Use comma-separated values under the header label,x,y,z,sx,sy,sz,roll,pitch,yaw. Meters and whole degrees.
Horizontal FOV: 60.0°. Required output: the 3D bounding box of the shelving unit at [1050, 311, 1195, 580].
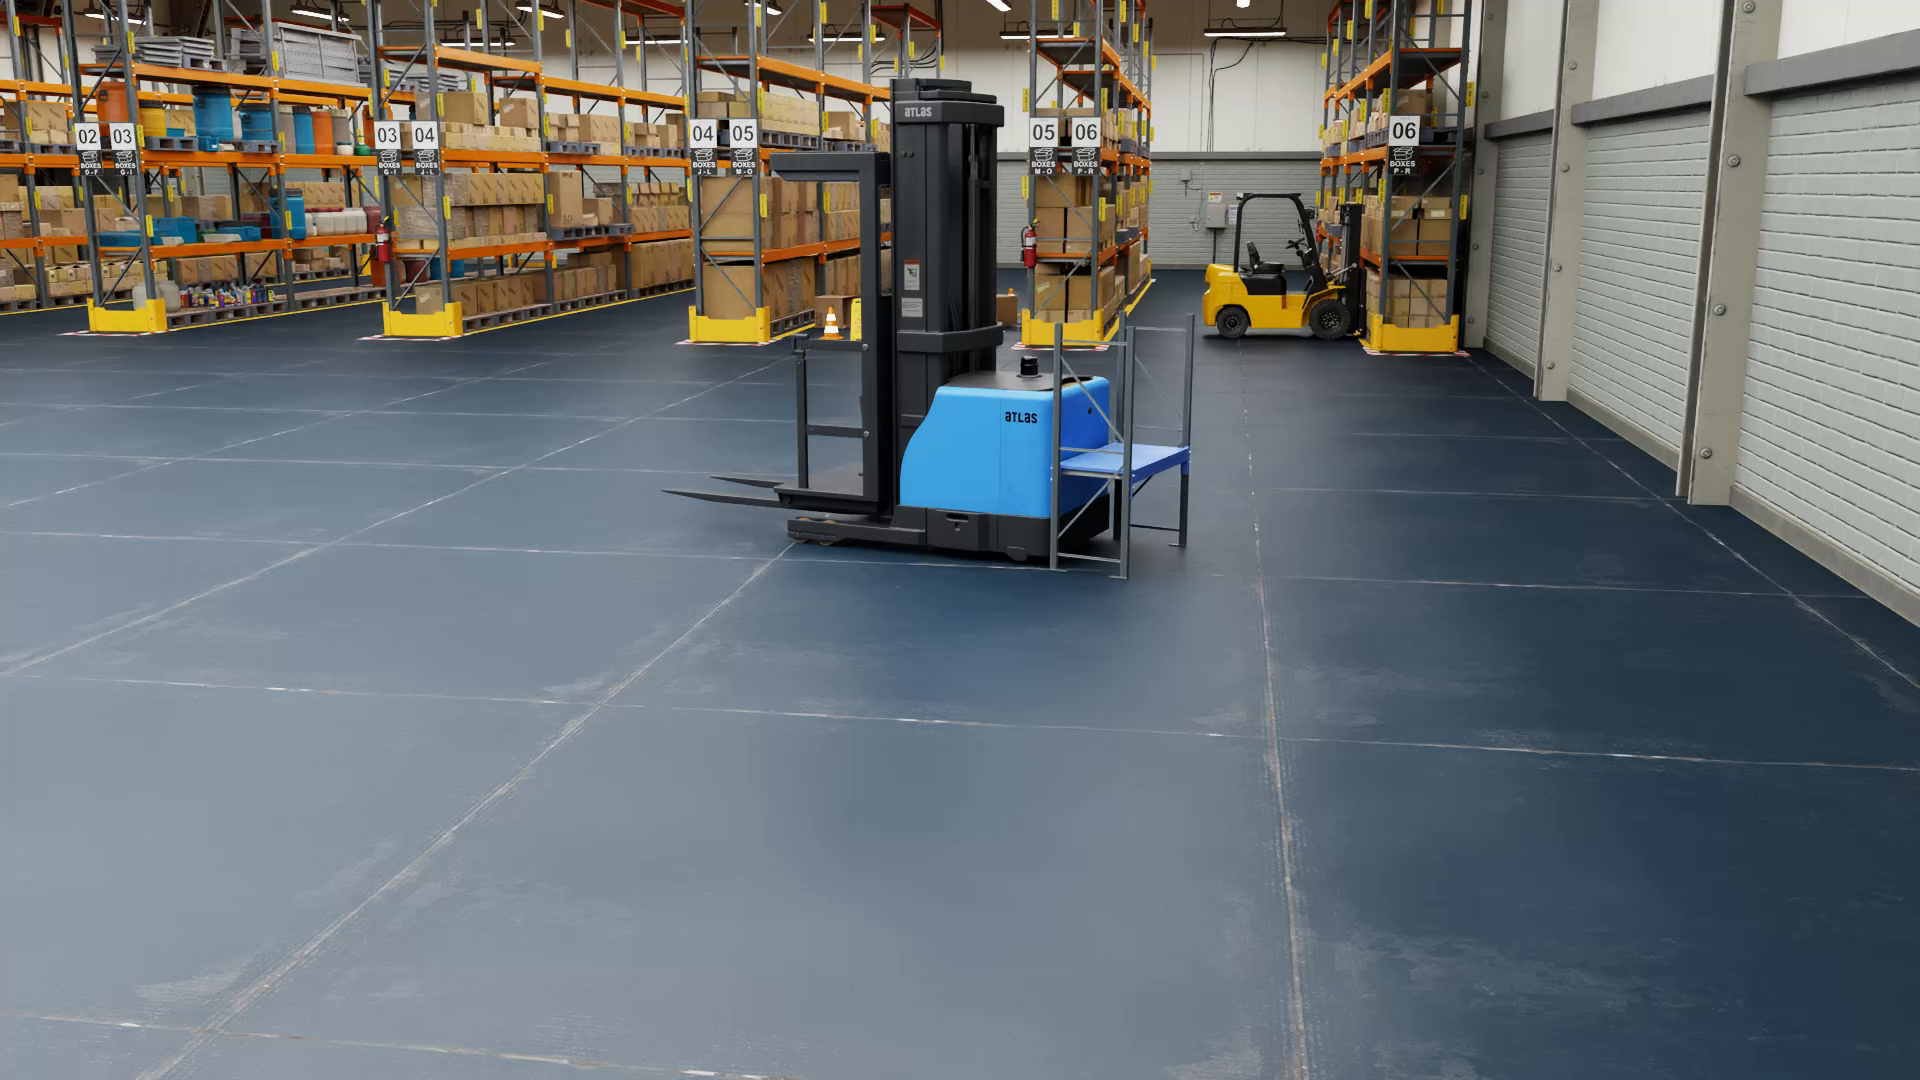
label,x,y,z,sx,sy,sz,roll,pitch,yaw
shelving unit,1.013,-0.620,10.300,0.538,1.500,1.048,7,14,26

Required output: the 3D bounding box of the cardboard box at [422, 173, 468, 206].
label,x,y,z,sx,sy,sz,roll,pitch,yaw
cardboard box,-7.956,-5.417,25.692,0.500,0.500,0.500,2,12,9

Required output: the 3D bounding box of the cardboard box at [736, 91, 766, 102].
label,x,y,z,sx,sy,sz,roll,pitch,yaw
cardboard box,-3.059,-6.493,24.352,0.380,0.149,0.250,2,12,9

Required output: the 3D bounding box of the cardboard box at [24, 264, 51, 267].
label,x,y,z,sx,sy,sz,roll,pitch,yaw
cardboard box,-17.630,-5.120,31.830,0.500,0.311,0.500,2,12,10

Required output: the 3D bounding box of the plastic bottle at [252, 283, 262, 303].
label,x,y,z,sx,sy,sz,roll,pitch,yaw
plastic bottle,-12.433,-4.358,29.340,0.144,0.351,0.185,1,12,6

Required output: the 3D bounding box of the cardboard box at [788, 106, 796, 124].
label,x,y,z,sx,sy,sz,roll,pitch,yaw
cardboard box,-2.865,-6.646,26.010,0.500,0.250,0.500,2,12,8

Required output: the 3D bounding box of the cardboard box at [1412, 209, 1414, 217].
label,x,y,z,sx,sy,sz,roll,pitch,yaw
cardboard box,6.954,-4.894,24.804,0.380,0.149,0.250,2,12,8

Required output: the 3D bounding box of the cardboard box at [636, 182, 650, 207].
label,x,y,z,sx,sy,sz,roll,pitch,yaw
cardboard box,-6.848,-7.120,34.293,0.797,0.503,0.637,2,12,10

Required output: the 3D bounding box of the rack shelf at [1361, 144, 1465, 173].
label,x,y,z,sx,sy,sz,roll,pitch,yaw
rack shelf,6.695,-5.678,24.808,1.077,0.370,4.000,2,12,9

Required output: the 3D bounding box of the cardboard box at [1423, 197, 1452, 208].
label,x,y,z,sx,sy,sz,roll,pitch,yaw
cardboard box,6.753,-4.775,23.546,0.380,0.149,0.250,2,12,11

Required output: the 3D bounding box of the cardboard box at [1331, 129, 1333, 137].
label,x,y,z,sx,sy,sz,roll,pitch,yaw
cardboard box,7.702,-8.231,33.603,0.380,0.149,0.250,2,12,8

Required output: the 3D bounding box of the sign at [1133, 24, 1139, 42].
label,x,y,z,sx,sy,sz,roll,pitch,yaw
sign,3.250,-9.385,30.776,0.100,0.325,0.005,2,12,9

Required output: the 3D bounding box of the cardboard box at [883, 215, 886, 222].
label,x,y,z,sx,sy,sz,roll,pitch,yaw
cardboard box,-1.724,-6.557,33.899,0.380,0.149,0.250,2,12,9

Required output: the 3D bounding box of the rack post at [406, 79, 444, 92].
label,x,y,z,sx,sy,sz,roll,pitch,yaw
rack post,-11.544,-9.550,35.132,0.937,0.300,0.954,3,13,15

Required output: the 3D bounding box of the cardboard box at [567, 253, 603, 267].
label,x,y,z,sx,sy,sz,roll,pitch,yaw
cardboard box,-7.224,-5.402,32.049,0.500,0.250,0.500,3,13,15

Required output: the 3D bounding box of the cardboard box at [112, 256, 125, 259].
label,x,y,z,sx,sy,sz,roll,pitch,yaw
cardboard box,-20.851,-6.848,40.585,0.700,0.500,0.500,2,12,8

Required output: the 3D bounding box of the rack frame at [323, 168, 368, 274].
label,x,y,z,sx,sy,sz,roll,pitch,yaw
rack frame,-15.637,-8.281,42.297,1.000,3.000,0.127,2,12,9

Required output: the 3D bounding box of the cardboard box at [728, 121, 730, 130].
label,x,y,z,sx,sy,sz,roll,pitch,yaw
cardboard box,-3.630,-6.230,25.025,0.380,0.149,0.250,2,12,9

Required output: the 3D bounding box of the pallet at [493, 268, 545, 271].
label,x,y,z,sx,sy,sz,roll,pitch,yaw
pallet,-10.908,-6.586,41.052,1.003,0.211,1.213,2,12,9

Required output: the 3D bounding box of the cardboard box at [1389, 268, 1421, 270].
label,x,y,z,sx,sy,sz,roll,pitch,yaw
cardboard box,7.118,-4.221,26.616,0.500,0.250,0.500,2,12,10

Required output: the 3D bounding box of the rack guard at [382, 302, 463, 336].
label,x,y,z,sx,sy,sz,roll,pitch,yaw
rack guard,-8.298,-3.422,25.686,1.175,0.500,0.348,2,12,9

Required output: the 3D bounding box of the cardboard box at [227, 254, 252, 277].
label,x,y,z,sx,sy,sz,roll,pitch,yaw
cardboard box,-16.207,-6.122,37.170,0.500,0.500,0.500,2,12,9

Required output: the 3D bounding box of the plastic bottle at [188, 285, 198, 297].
label,x,y,z,sx,sy,sz,roll,pitch,yaw
plastic bottle,-13.246,-4.220,28.701,0.144,0.351,0.185,2,12,11

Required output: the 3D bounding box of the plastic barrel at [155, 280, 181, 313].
label,x,y,z,sx,sy,sz,roll,pitch,yaw
plastic barrel,-13.101,-4.022,27.443,0.421,0.512,0.421,0,12,0

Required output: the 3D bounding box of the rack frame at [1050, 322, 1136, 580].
label,x,y,z,sx,sy,sz,roll,pitch,yaw
rack frame,0.781,-0.524,9.858,0.500,1.500,0.032,7,14,26

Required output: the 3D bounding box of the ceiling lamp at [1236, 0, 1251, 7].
label,x,y,z,sx,sy,sz,roll,pitch,yaw
ceiling lamp,5.932,-12.328,32.982,0.800,3.185,2.000,2,12,9

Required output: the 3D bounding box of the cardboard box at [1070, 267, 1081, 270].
label,x,y,z,sx,sy,sz,roll,pitch,yaw
cardboard box,1.669,-4.142,26.841,0.500,0.500,0.500,2,12,11

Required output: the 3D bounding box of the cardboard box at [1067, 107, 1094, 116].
label,x,y,z,sx,sy,sz,roll,pitch,yaw
cardboard box,1.738,-6.108,23.799,0.380,0.149,0.250,2,12,8

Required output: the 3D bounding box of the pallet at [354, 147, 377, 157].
label,x,y,z,sx,sy,sz,roll,pitch,yaw
pallet,-11.759,-7.984,34.250,1.003,0.211,1.213,2,12,9

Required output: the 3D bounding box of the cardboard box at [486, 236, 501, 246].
label,x,y,z,sx,sy,sz,roll,pitch,yaw
cardboard box,-7.704,-4.866,27.050,0.380,0.149,0.250,2,12,9

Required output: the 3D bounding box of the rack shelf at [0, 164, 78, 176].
label,x,y,z,sx,sy,sz,roll,pitch,yaw
rack shelf,-21.455,-8.306,37.003,1.077,0.370,4.000,2,12,9

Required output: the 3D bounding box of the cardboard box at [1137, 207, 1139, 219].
label,x,y,z,sx,sy,sz,roll,pitch,yaw
cardboard box,3.431,-6.772,34.467,0.500,0.250,0.500,2,12,10

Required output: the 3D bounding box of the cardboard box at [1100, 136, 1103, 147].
label,x,y,z,sx,sy,sz,roll,pitch,yaw
cardboard box,1.854,-5.709,23.842,0.380,0.149,0.250,2,12,9

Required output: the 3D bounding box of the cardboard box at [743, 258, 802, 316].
label,x,y,z,sx,sy,sz,roll,pitch,yaw
cardboard box,-3.110,-4.129,27.081,0.875,0.875,0.875,2,12,9

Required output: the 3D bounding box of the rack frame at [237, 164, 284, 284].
label,x,y,z,sx,sy,sz,roll,pitch,yaw
rack frame,-16.252,-7.448,38.434,1.000,3.000,0.127,2,12,9

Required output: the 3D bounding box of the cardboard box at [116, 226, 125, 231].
label,x,y,z,sx,sy,sz,roll,pitch,yaw
cardboard box,-17.008,-6.225,33.356,0.380,0.149,0.250,3,12,13

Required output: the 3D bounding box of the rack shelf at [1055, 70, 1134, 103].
label,x,y,z,sx,sy,sz,roll,pitch,yaw
rack shelf,2.405,-7.942,29.141,1.077,0.370,4.000,2,12,9

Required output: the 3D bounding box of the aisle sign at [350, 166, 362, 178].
label,x,y,z,sx,sy,sz,roll,pitch,yaw
aisle sign,-15.324,-9.556,42.043,0.394,0.787,0.004,2,12,9

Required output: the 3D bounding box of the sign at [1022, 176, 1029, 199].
label,x,y,z,sx,sy,sz,roll,pitch,yaw
sign,0.937,-5.050,23.807,0.100,0.325,0.005,2,12,9

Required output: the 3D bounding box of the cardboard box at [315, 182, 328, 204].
label,x,y,z,sx,sy,sz,roll,pitch,yaw
cardboard box,-15.665,-8.397,40.224,0.500,0.500,0.500,2,12,10

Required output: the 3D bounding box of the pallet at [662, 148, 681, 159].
label,x,y,z,sx,sy,sz,roll,pitch,yaw
pallet,-6.557,-8.307,35.752,0.805,0.209,1.217,1,12,6

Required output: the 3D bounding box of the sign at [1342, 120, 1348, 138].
label,x,y,z,sx,sy,sz,roll,pitch,yaw
sign,7.082,-7.550,30.557,0.100,0.325,0.005,2,12,9

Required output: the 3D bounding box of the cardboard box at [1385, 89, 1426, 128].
label,x,y,z,sx,sy,sz,roll,pitch,yaw
cardboard box,6.215,-6.017,23.200,0.500,0.500,0.500,2,12,11

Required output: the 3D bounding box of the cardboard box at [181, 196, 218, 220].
label,x,y,z,sx,sy,sz,roll,pitch,yaw
cardboard box,-16.553,-7.188,35.995,0.700,0.500,0.500,4,13,19

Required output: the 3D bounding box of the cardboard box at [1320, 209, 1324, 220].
label,x,y,z,sx,sy,sz,roll,pitch,yaw
cardboard box,8.435,-7.359,37.671,0.500,0.250,0.500,2,12,9

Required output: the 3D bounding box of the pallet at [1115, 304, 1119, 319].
label,x,y,z,sx,sy,sz,roll,pitch,yaw
pallet,2.216,-3.939,28.769,1.003,0.211,1.213,2,12,9

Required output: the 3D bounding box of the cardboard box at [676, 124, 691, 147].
label,x,y,z,sx,sy,sz,roll,pitch,yaw
cardboard box,-6.403,-9.061,37.324,0.700,0.500,0.500,1,12,5

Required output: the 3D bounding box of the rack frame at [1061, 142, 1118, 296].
label,x,y,z,sx,sy,sz,roll,pitch,yaw
rack frame,2.097,-5.140,27.723,1.000,3.000,0.127,2,12,9

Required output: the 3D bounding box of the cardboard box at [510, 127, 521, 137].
label,x,y,z,sx,sy,sz,roll,pitch,yaw
cardboard box,-7.561,-6.806,27.743,0.380,0.149,0.250,1,12,7

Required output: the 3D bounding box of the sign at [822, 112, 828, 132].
label,x,y,z,sx,sy,sz,roll,pitch,yaw
sign,-2.261,-7.019,27.909,0.100,0.325,0.005,2,12,9

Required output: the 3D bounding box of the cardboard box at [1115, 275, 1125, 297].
label,x,y,z,sx,sy,sz,roll,pitch,yaw
cardboard box,2.616,-4.776,31.275,0.950,0.372,0.625,1,12,5

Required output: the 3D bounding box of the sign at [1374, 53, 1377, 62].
label,x,y,z,sx,sy,sz,roll,pitch,yaw
sign,9.393,-10.922,37.721,0.100,0.325,0.005,2,12,9

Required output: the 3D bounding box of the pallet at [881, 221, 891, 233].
label,x,y,z,sx,sy,sz,roll,pitch,yaw
pallet,-1.930,-6.432,34.172,1.003,0.211,1.213,2,12,9

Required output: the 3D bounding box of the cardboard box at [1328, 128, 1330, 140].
label,x,y,z,sx,sy,sz,roll,pitch,yaw
cardboard box,8.303,-8.860,36.327,0.500,0.250,0.500,2,12,10

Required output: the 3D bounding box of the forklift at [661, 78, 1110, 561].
label,x,y,z,sx,sy,sz,roll,pitch,yaw
forklift,-0.570,-1.490,10.948,3.031,2.935,1.130,6,13,25
